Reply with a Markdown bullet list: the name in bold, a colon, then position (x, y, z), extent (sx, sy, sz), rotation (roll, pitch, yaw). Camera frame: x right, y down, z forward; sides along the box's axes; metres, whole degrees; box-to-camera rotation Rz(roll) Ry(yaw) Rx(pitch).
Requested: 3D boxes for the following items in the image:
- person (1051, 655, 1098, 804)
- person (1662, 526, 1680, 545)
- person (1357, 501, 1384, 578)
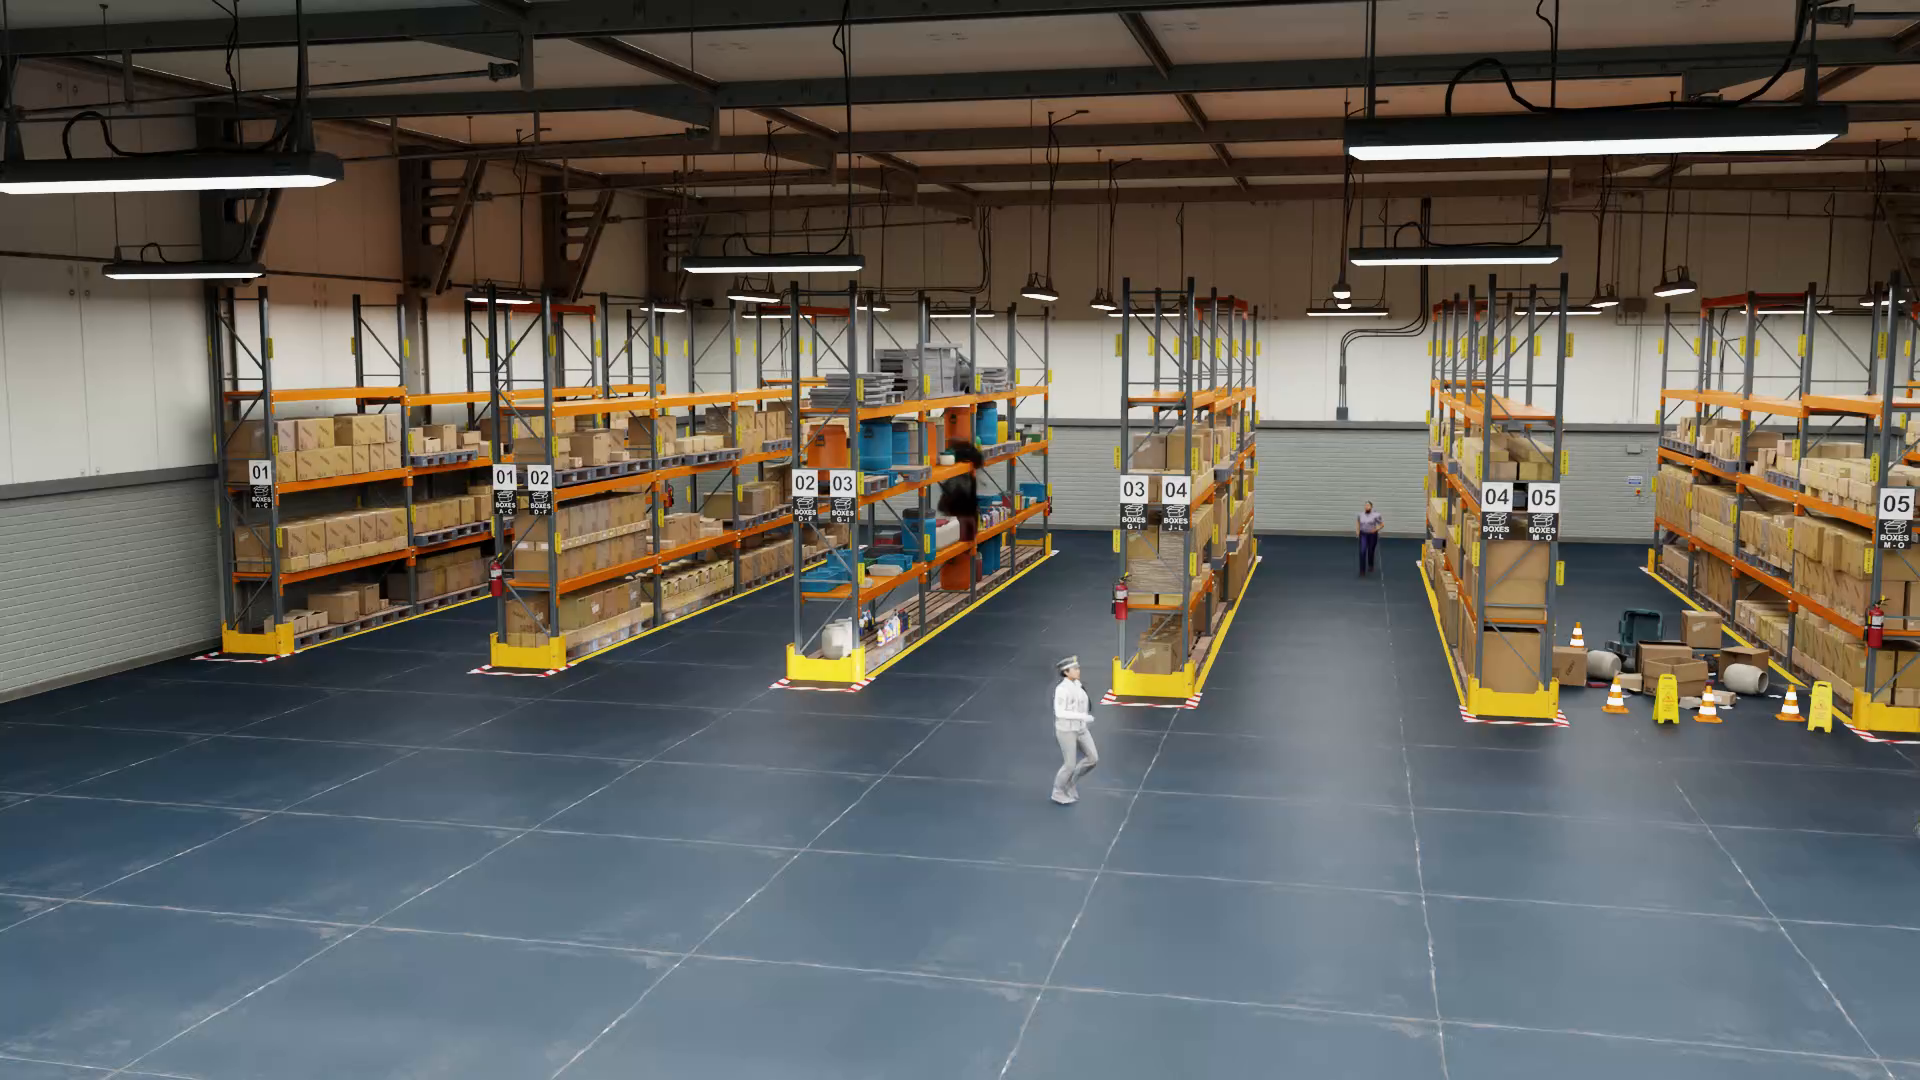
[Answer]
- **person**: position (1.280, 2.082, 18.221), extent (0.598, 1.651, 0.591), rotation (5, 8, 37)
- **person**: position (16.501, -0.233, 38.528), extent (0.529, 1.646, 0.683), rotation (6, 9, 40)
- **person**: position (9.066, -0.021, 36.789), extent (0.617, 1.685, 0.803), rotation (3, 7, 24)
